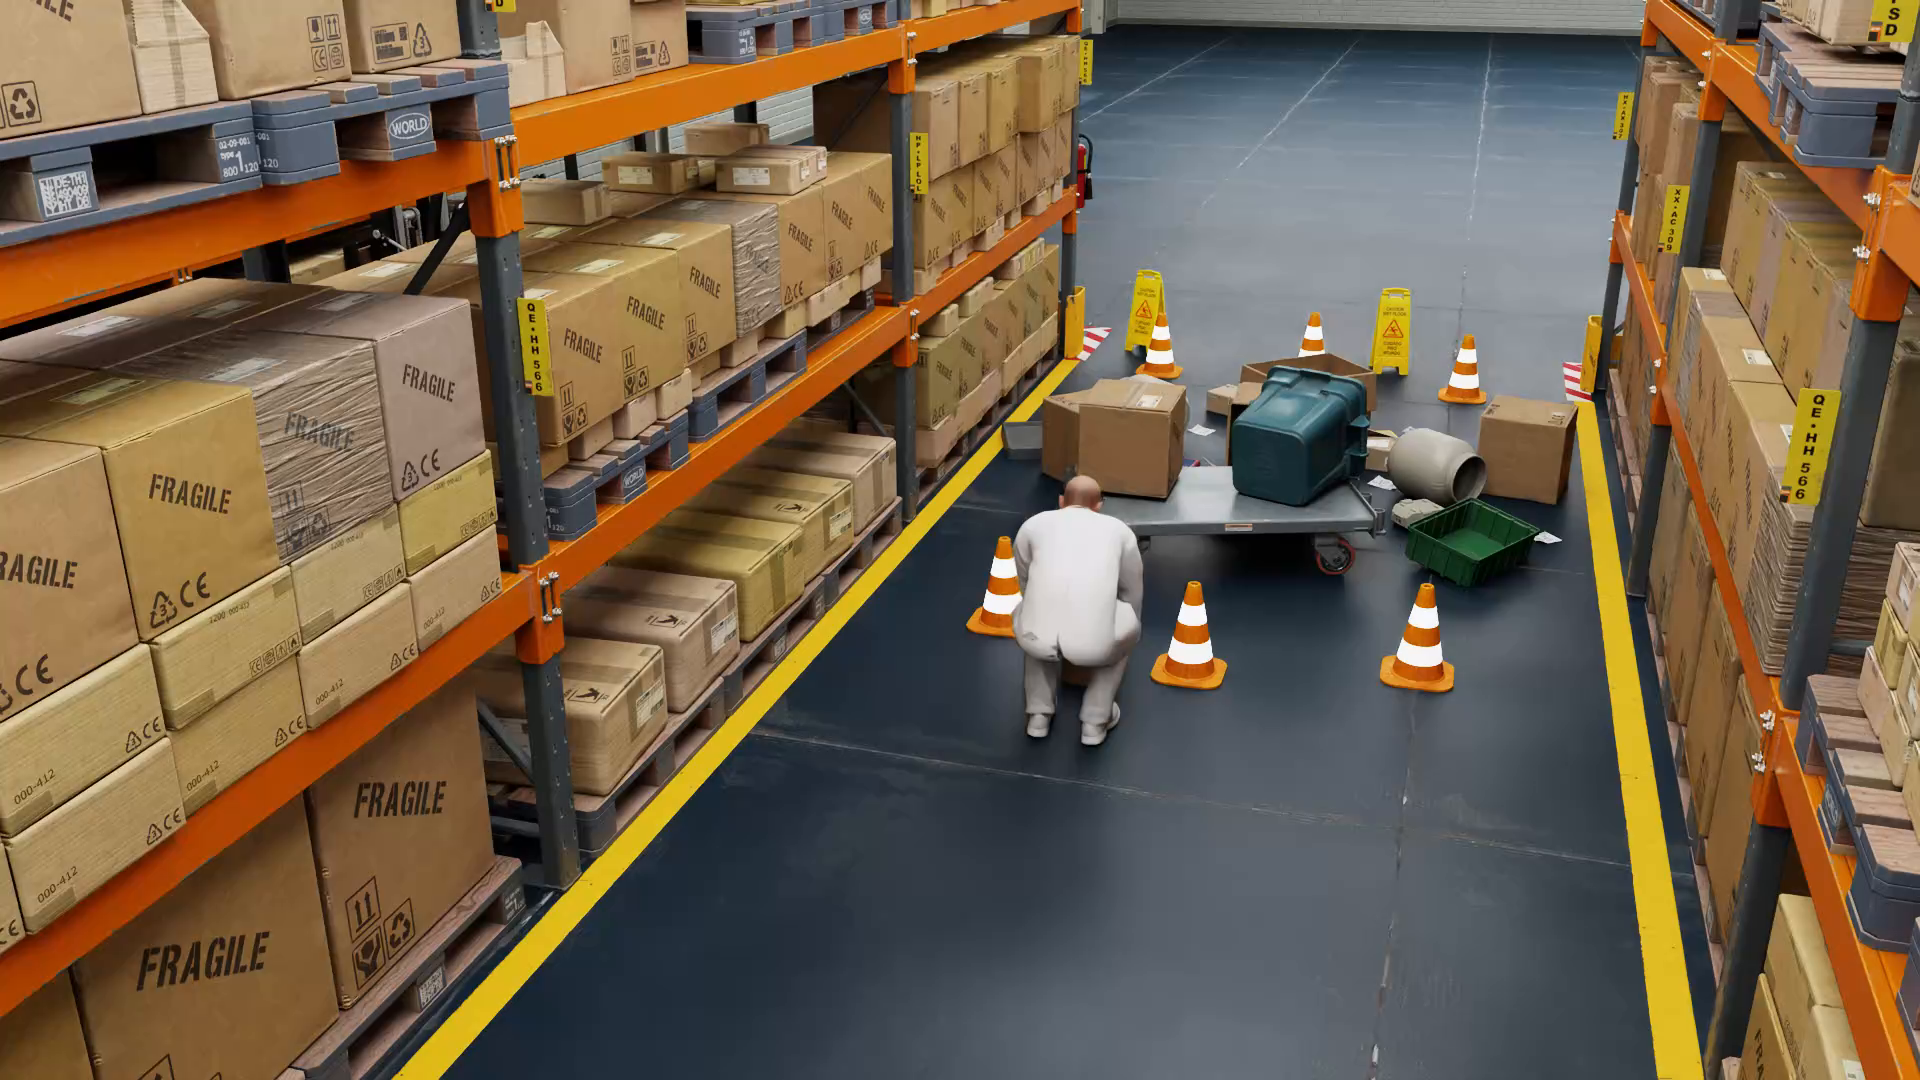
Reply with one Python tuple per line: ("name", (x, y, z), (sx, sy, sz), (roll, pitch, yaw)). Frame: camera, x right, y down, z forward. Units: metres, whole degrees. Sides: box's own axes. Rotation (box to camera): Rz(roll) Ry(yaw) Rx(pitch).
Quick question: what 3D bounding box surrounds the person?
("person", (0.505, 0.308, 7.354), (0.612, 1.024, 0.895), (6, 22, 15))
